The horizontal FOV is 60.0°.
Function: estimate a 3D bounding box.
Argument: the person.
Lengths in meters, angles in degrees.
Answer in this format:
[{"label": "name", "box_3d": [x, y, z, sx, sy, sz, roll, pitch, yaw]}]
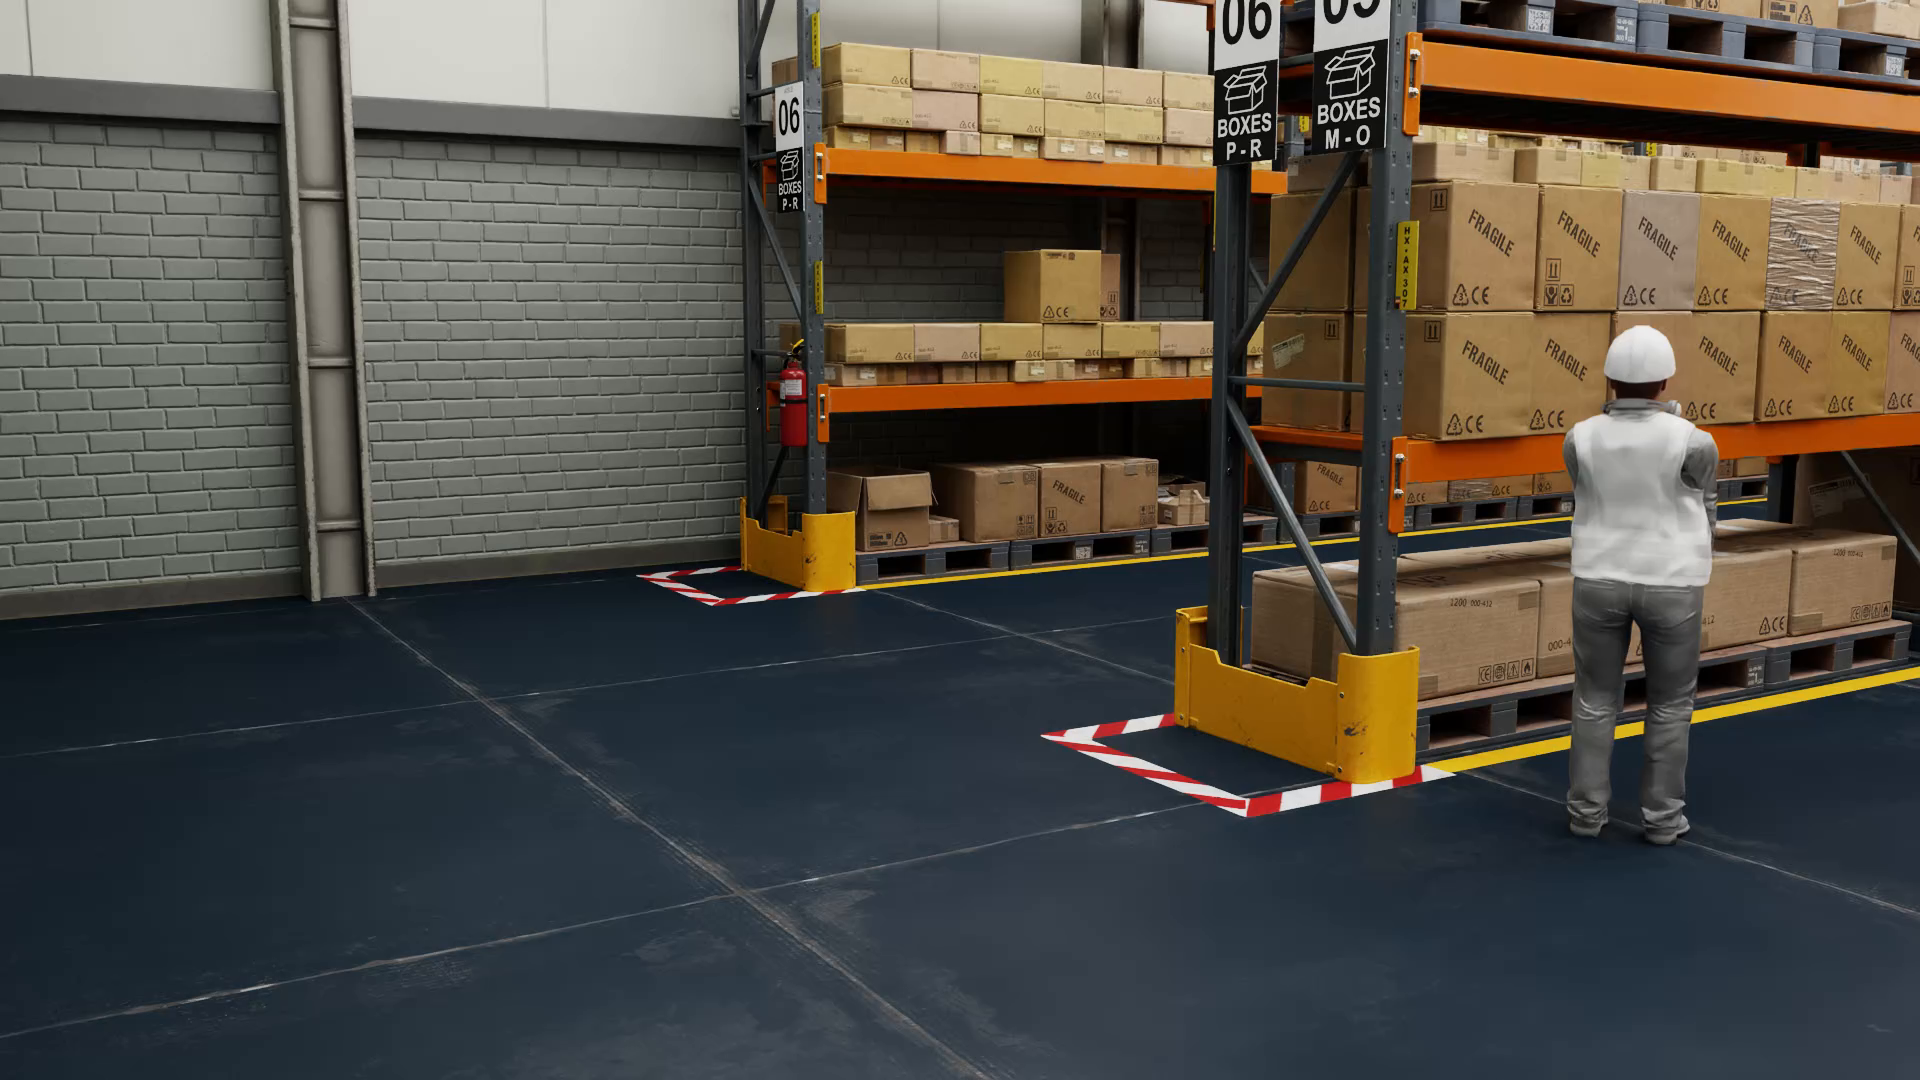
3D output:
[{"label": "person", "box_3d": [2.345, 0.143, 5.749, 0.494, 1.762, 0.559, 5, 10, 33]}]
